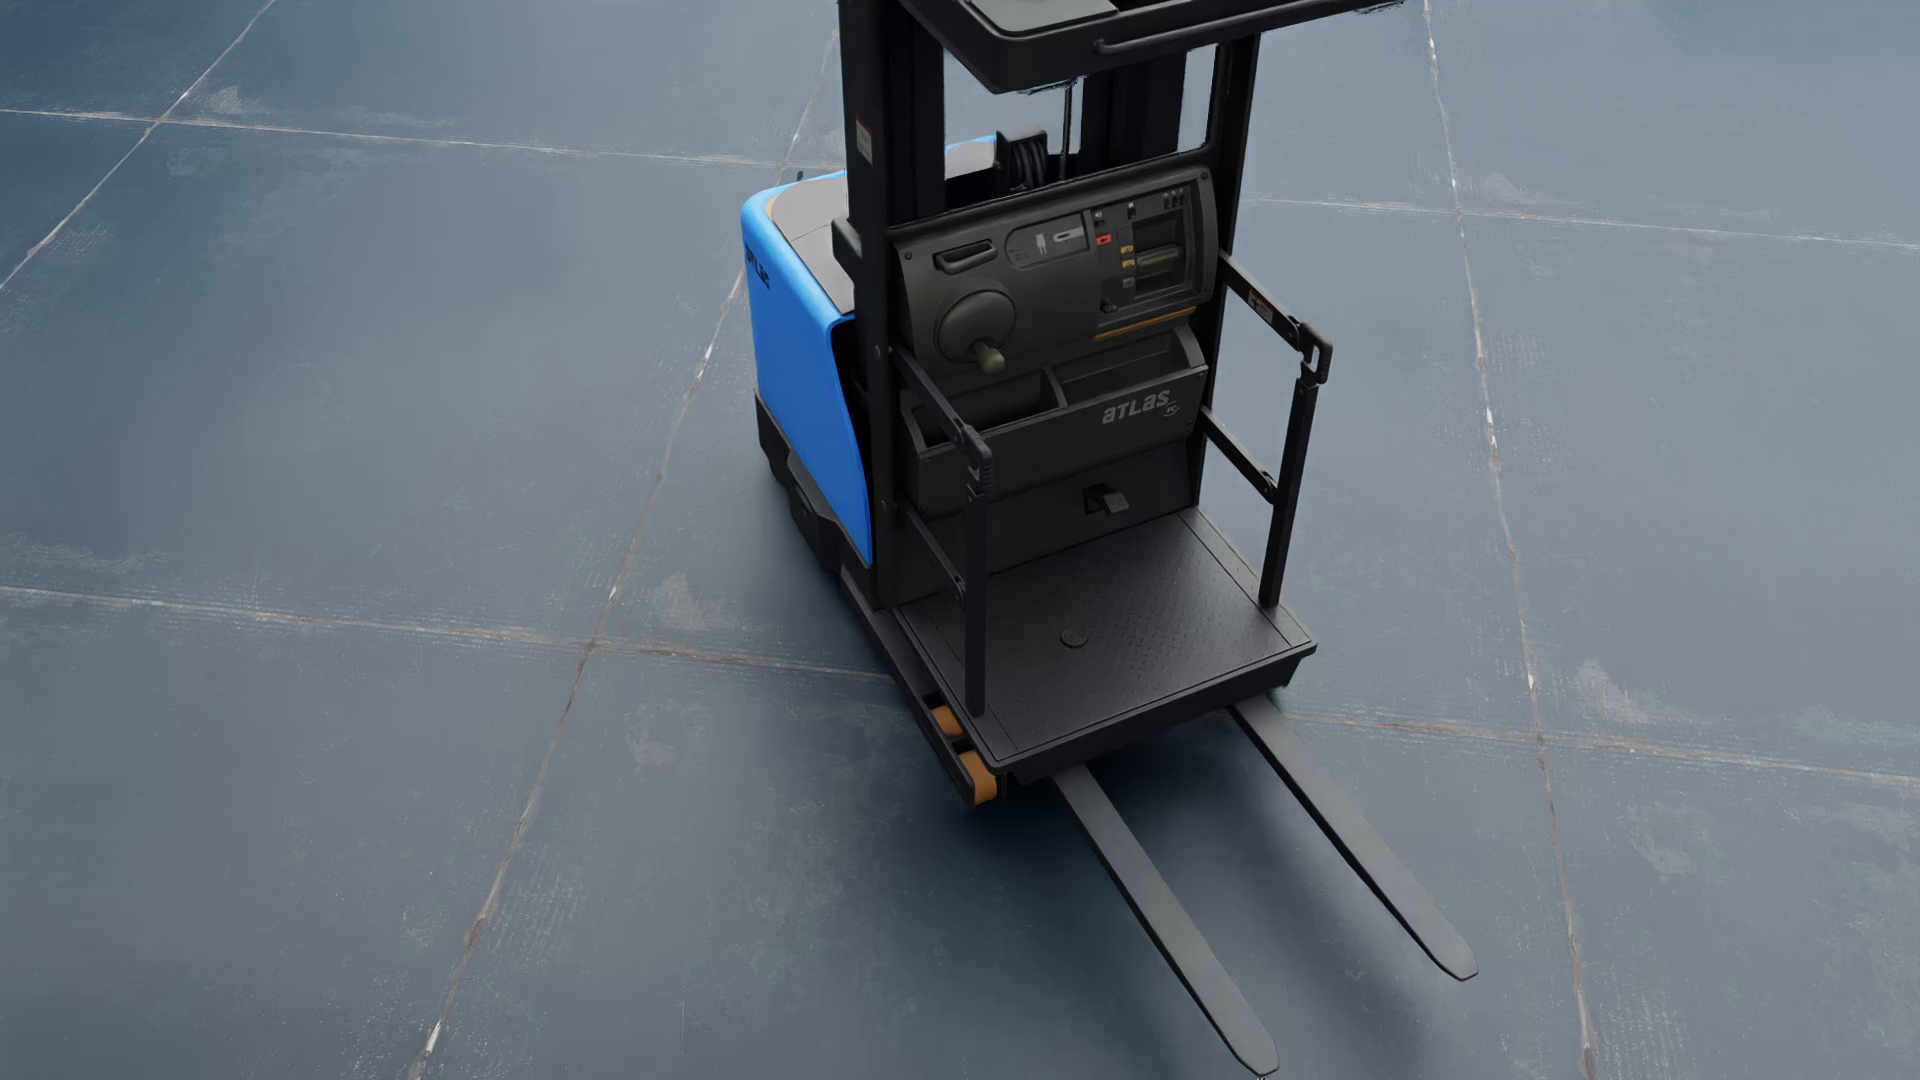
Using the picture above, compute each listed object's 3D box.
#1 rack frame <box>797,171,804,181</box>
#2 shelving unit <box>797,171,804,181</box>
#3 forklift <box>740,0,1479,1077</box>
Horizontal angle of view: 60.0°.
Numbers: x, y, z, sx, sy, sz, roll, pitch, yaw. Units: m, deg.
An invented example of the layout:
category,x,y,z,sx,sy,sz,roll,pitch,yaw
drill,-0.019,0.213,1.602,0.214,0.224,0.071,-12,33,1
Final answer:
category,x,y,z,sx,sy,sz,roll,pitch,yaw
rack frame,-0.445,-0.970,6.121,0.240,0.900,0.006,-16,42,-16
shelving unit,-0.406,-0.911,6.048,0.258,0.900,0.210,-16,42,-16
forklift,0.370,-0.632,4.286,1.130,2.935,3.031,-18,46,-18
